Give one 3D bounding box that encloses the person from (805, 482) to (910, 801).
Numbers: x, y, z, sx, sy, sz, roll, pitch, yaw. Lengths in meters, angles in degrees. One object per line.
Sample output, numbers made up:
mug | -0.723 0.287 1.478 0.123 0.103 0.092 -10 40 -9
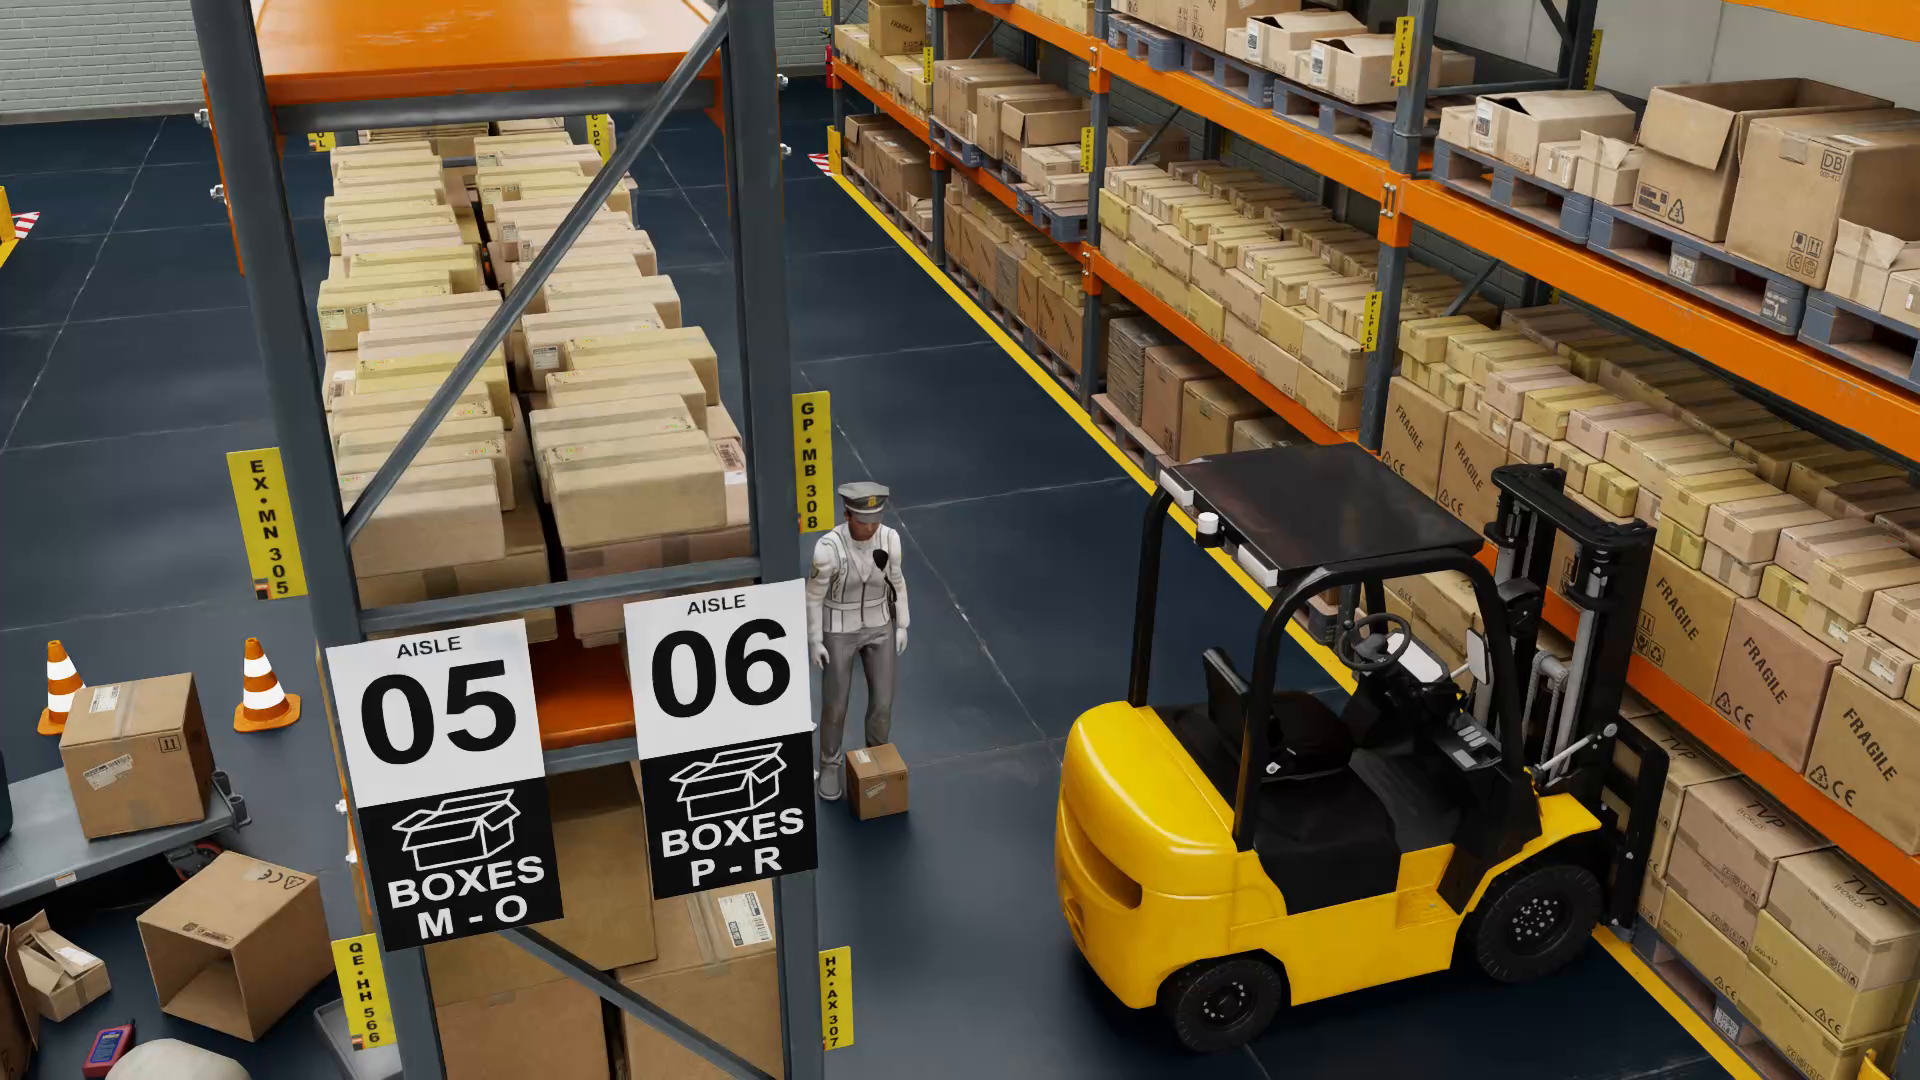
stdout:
person | -0.488 0.477 8.156 0.531 1.661 0.414 -10 28 -18
